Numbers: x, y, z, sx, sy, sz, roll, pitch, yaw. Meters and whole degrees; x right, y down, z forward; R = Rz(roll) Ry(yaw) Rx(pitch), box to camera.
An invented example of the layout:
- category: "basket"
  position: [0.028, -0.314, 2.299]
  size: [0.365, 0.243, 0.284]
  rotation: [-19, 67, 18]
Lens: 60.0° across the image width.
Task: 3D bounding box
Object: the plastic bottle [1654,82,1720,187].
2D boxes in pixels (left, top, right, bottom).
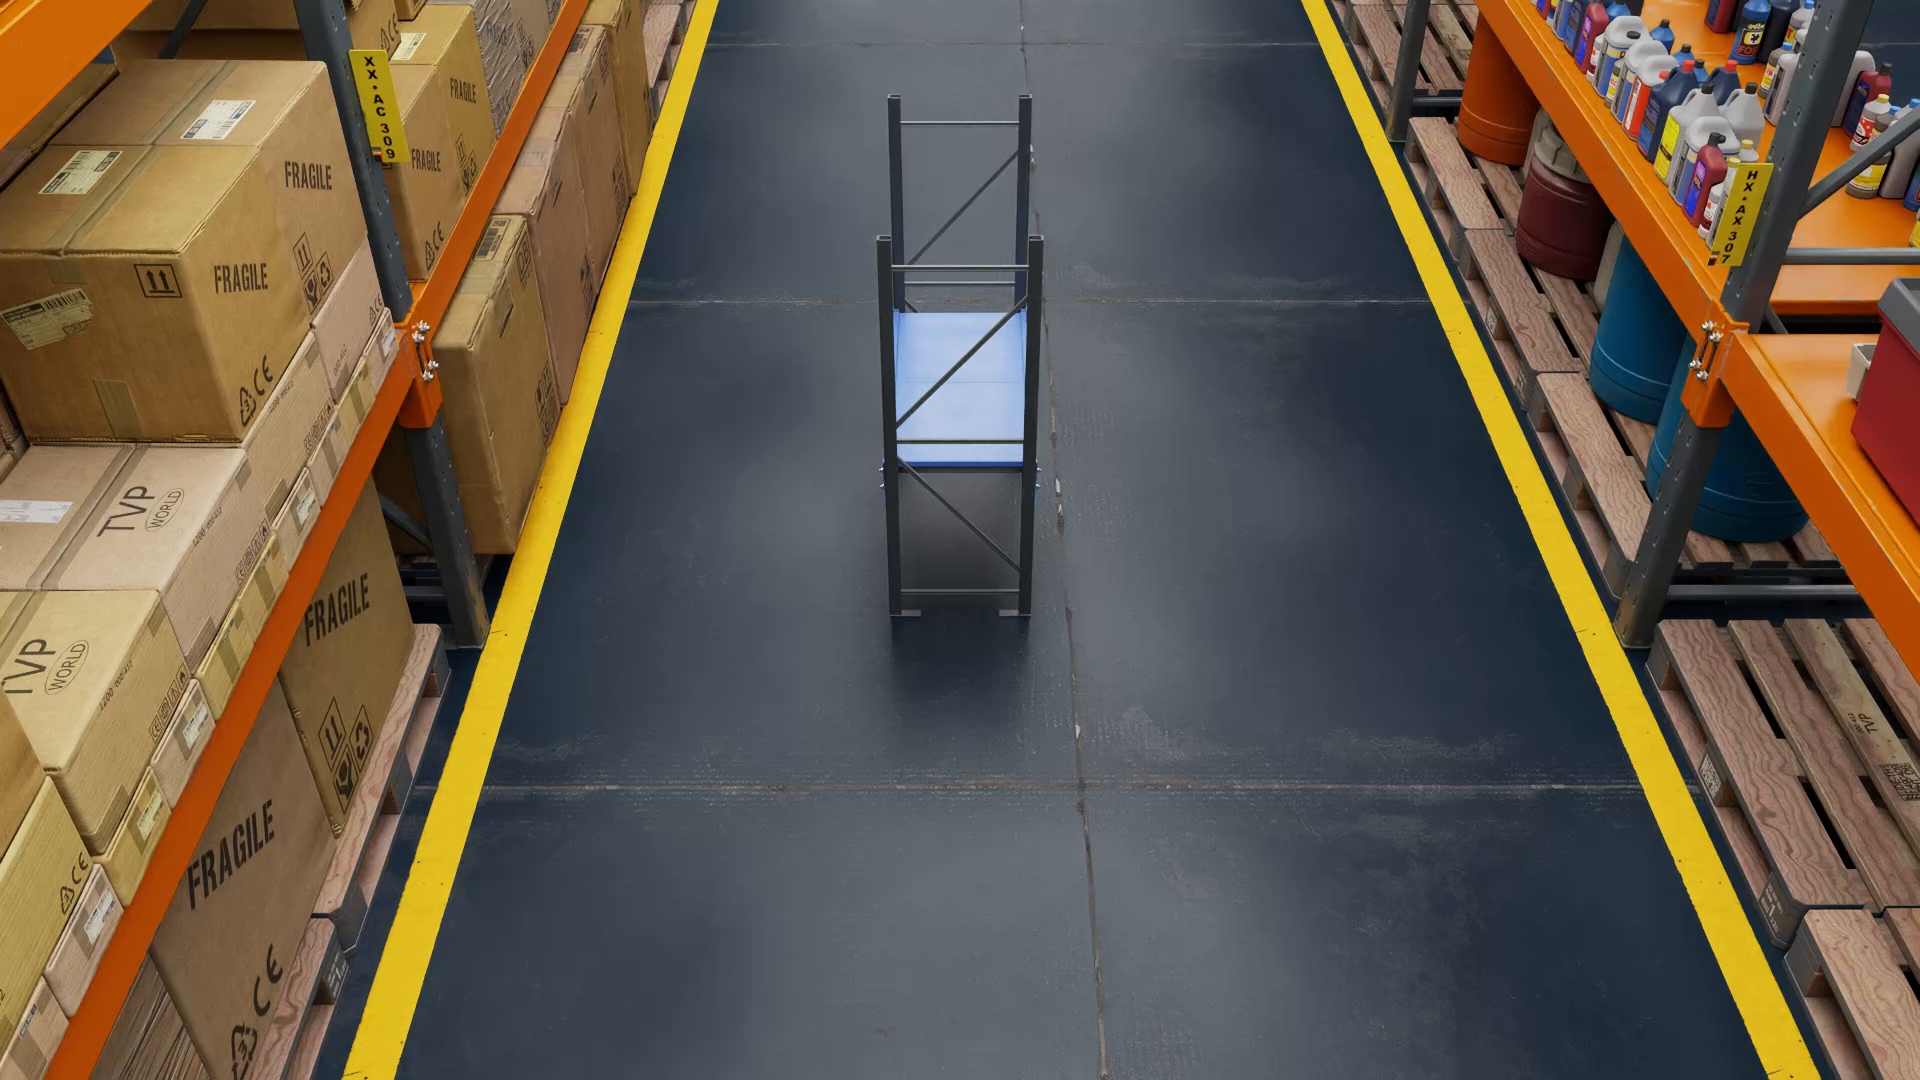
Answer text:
- category: "plastic bottle"
  position: [2.471, -1.382, 5.615]
  size: [0.144, 0.351, 0.185]
  rotation: [0, 39, 0]

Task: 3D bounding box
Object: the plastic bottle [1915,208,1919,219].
- category: "plastic bottle"
  position: [3.207, -1.134, 5.426]
  size: [0.097, 0.201, 0.097]
  rotation: [0, 39, 0]

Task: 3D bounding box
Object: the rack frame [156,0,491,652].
- category: "rack frame"
  position: [-2.153, -0.823, 4.878]
  size: [1.000, 3.000, 0.127]
  rotation: [0, 39, 0]

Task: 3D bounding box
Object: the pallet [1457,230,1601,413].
- category: "pallet"
  position: [2.836, -0.986, 7.311]
  size: [1.003, 0.211, 1.213]
  rotation: [0, 39, 0]

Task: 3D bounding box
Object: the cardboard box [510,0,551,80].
- category: "cardboard box"
  position: [-1.911, -2.100, 6.392]
  size: [0.500, 0.500, 0.500]
  rotation: [1, 39, 1]

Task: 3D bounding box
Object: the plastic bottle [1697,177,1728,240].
- category: "plastic bottle"
  position: [2.448, -1.068, 5.343]
  size: [0.097, 0.201, 0.097]
  rotation: [0, 39, 0]

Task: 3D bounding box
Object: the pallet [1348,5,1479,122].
- category: "pallet"
  position: [2.833, -2.724, 9.481]
  size: [1.003, 0.211, 1.213]
  rotation: [0, 39, 0]

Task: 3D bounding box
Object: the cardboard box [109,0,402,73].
- category: "cardboard box"
  position: [-2.162, -1.653, 5.032]
  size: [0.797, 0.503, 0.637]
  rotation: [-1, 39, -1]

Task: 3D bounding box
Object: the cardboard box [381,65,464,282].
- category: "cardboard box"
  position: [-1.904, -1.150, 5.206]
  size: [0.500, 0.500, 0.500]
  rotation: [0, 39, 0]

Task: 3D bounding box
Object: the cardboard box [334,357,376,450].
- category: "cardboard box"
  position: [-1.825, -0.373, 4.518]
  size: [0.380, 0.149, 0.250]
  rotation: [1, 39, 1]

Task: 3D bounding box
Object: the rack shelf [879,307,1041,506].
- category: "rack shelf"
  position: [0.000, -0.498, 5.960]
  size: [0.538, 0.185, 1.000]
  rotation: [0, 39, 0]

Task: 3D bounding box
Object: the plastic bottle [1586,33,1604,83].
- category: "plastic bottle"
  position: [2.447, -1.841, 6.307]
  size: [0.097, 0.201, 0.097]
  rotation: [0, 39, 0]

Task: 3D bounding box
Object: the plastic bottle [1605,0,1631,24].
- category: "plastic bottle"
  position: [2.508, -1.952, 6.390]
  size: [0.097, 0.271, 0.097]
  rotation: [0, 39, 0]

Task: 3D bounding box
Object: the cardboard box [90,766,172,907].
- category: "cardboard box"
  position: [-1.822, 0.592, 3.313]
  size: [0.380, 0.149, 0.250]
  rotation: [-1, 39, -1]

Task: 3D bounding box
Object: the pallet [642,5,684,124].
- category: "pallet"
  position: [-2.158, -2.725, 9.482]
  size: [1.003, 0.211, 1.213]
  rotation: [0, 39, 0]

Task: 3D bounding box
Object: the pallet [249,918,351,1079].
- category: "pallet"
  position: [-2.227, 1.506, 4.203]
  size: [1.003, 0.211, 1.213]
  rotation: [0, 39, 0]

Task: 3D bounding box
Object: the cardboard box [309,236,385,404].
- category: "cardboard box"
  position: [-1.891, -0.605, 4.488]
  size: [0.500, 0.250, 0.500]
  rotation: [-1, 39, -1]

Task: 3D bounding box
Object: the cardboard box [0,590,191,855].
- category: "cardboard box"
  position: [-1.889, 0.355, 3.291]
  size: [0.500, 0.250, 0.500]
  rotation: [-1, 39, -1]

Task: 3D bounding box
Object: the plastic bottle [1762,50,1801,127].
- category: "plastic bottle"
  position: [3.027, -1.647, 6.006]
  size: [0.152, 0.276, 0.135]
  rotation: [0, 39, 0]

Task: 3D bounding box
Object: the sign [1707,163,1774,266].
- category: "sign"
  position: [2.249, -0.935, 4.797]
  size: [0.100, 0.325, 0.005]
  rotation: [0, 39, 0]

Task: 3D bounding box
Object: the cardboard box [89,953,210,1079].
- category: "cardboard box"
  position: [-2.231, 1.374, 3.500]
  size: [0.875, 0.875, 0.875]
  rotation: [0, 39, 0]

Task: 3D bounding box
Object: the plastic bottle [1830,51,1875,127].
- category: "plastic bottle"
  position: [3.179, -1.647, 6.006]
  size: [0.152, 0.276, 0.135]
  rotation: [0, 39, 0]

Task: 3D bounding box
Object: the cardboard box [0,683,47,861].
- category: "cardboard box"
  position: [-1.887, 0.391, 2.646]
  size: [0.500, 0.500, 0.500]
  rotation: [-1, 39, -1]

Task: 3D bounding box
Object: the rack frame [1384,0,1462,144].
- category: "rack frame"
  position: [2.795, -3.328, 8.004]
  size: [1.000, 3.000, 0.127]
  rotation: [0, 39, 0]

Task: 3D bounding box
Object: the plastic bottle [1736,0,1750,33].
- category: "plastic bottle"
  position: [3.163, -2.116, 6.585]
  size: [0.061, 0.283, 0.133]
  rotation: [0, 39, 0]

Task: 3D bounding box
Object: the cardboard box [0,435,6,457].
- category: "cardboard box"
  position: [-2.410, -0.240, 3.433]
  size: [0.500, 0.500, 0.500]
  rotation: [-1, 39, -1]

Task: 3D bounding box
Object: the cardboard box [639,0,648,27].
- category: "cardboard box"
  position: [-2.192, -3.287, 9.600]
  size: [0.700, 0.500, 0.500]
  rotation: [-3, 39, -4]

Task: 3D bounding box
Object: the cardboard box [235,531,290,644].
- category: "cardboard box"
  position: [-1.824, 0.109, 3.916]
  size: [0.380, 0.149, 0.250]
  rotation: [1, 39, 1]

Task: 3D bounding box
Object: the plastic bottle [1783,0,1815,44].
- category: "plastic bottle"
  position: [3.206, -1.924, 6.355]
  size: [0.097, 0.271, 0.097]
  rotation: [0, 39, 0]

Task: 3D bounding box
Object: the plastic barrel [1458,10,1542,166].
- category: "plastic barrel"
  position: [2.812, -2.339, 8.170]
  size: [0.600, 0.830, 0.708]
  rotation: [0, 39, 0]

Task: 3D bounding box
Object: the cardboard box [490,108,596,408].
- category: "cardboard box"
  position: [-2.176, -1.117, 6.608]
  size: [1.225, 0.875, 0.875]
  rotation: [-1, 39, -2]

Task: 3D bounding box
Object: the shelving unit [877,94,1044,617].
- category: "shelving unit"
  position: [0.000, -0.639, 5.848]
  size: [0.538, 1.500, 1.048]
  rotation: [0, 39, 0]

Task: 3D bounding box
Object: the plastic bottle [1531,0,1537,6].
- category: "plastic bottle"
  position: [2.446, -2.356, 6.895]
  size: [0.097, 0.271, 0.097]
  rotation: [0, 39, 0]

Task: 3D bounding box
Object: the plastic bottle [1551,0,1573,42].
- category: "plastic bottle"
  position: [2.474, -2.142, 6.623]
  size: [0.152, 0.276, 0.135]
  rotation: [0, 39, 0]

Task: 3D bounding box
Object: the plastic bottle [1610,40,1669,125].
- category: "plastic bottle"
  position: [2.475, -1.652, 6.013]
  size: [0.152, 0.276, 0.135]
  rotation: [0, 39, 0]

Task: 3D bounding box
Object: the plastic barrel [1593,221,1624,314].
- category: "plastic barrel"
  position: [2.904, -1.156, 6.947]
  size: [0.421, 0.512, 0.421]
  rotation: [0, 39, 0]

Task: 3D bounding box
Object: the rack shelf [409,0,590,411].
- category: "rack shelf"
  position: [-2.156, -1.793, 6.664]
  size: [1.077, 0.370, 4.000]
  rotation: [0, 39, 0]

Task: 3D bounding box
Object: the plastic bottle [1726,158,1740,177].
- category: "plastic bottle"
  position: [2.509, -1.151, 5.447]
  size: [0.097, 0.201, 0.097]
  rotation: [0, 39, 0]

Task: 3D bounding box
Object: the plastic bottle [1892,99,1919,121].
- category: "plastic bottle"
  position: [3.207, -1.367, 5.661]
  size: [0.097, 0.271, 0.097]
  rotation: [0, 39, 0]

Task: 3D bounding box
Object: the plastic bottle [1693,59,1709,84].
- category: "plastic bottle"
  position: [2.599, -1.578, 5.924]
  size: [0.097, 0.271, 0.097]
  rotation: [0, 39, 0]
